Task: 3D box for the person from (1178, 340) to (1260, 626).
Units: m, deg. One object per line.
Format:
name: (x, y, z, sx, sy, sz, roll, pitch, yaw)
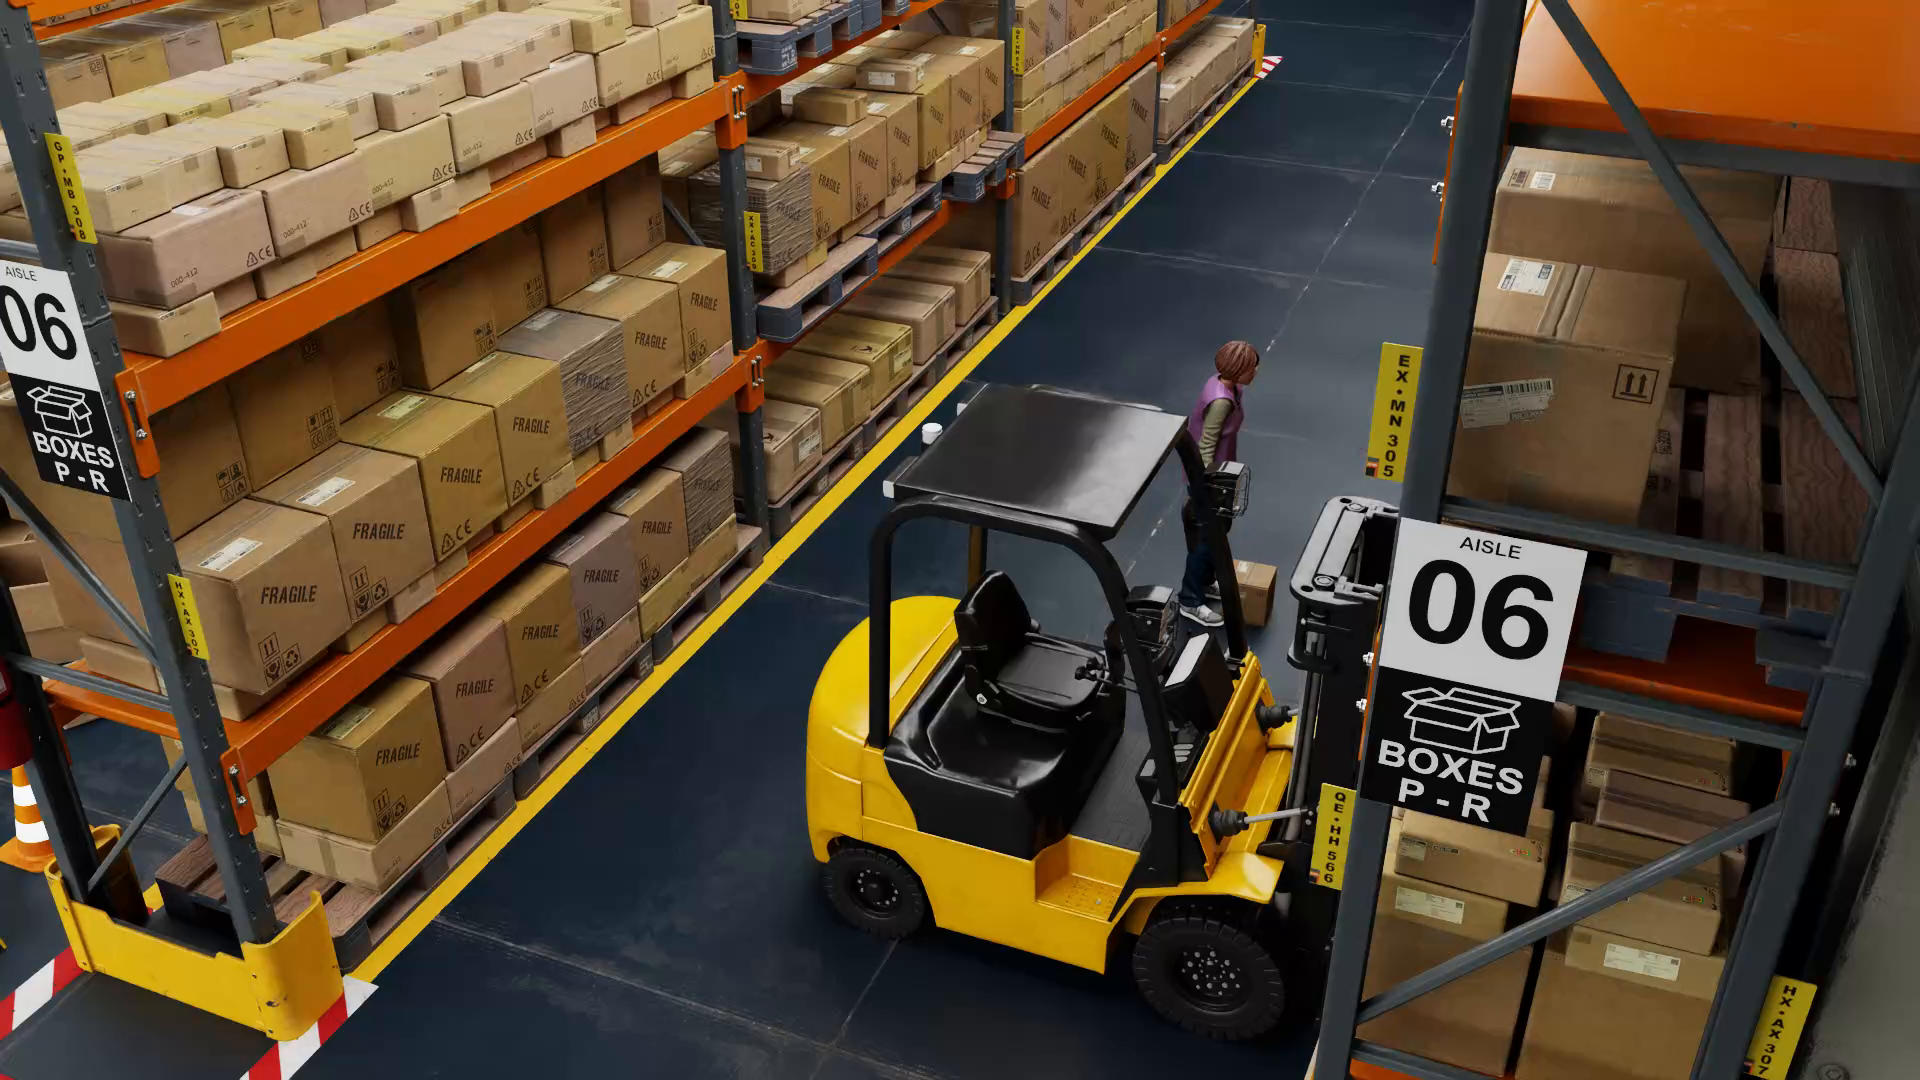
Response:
person: (1.375, -0.327, 8.973, 0.342, 1.582, 0.483, 10, 32, 17)
